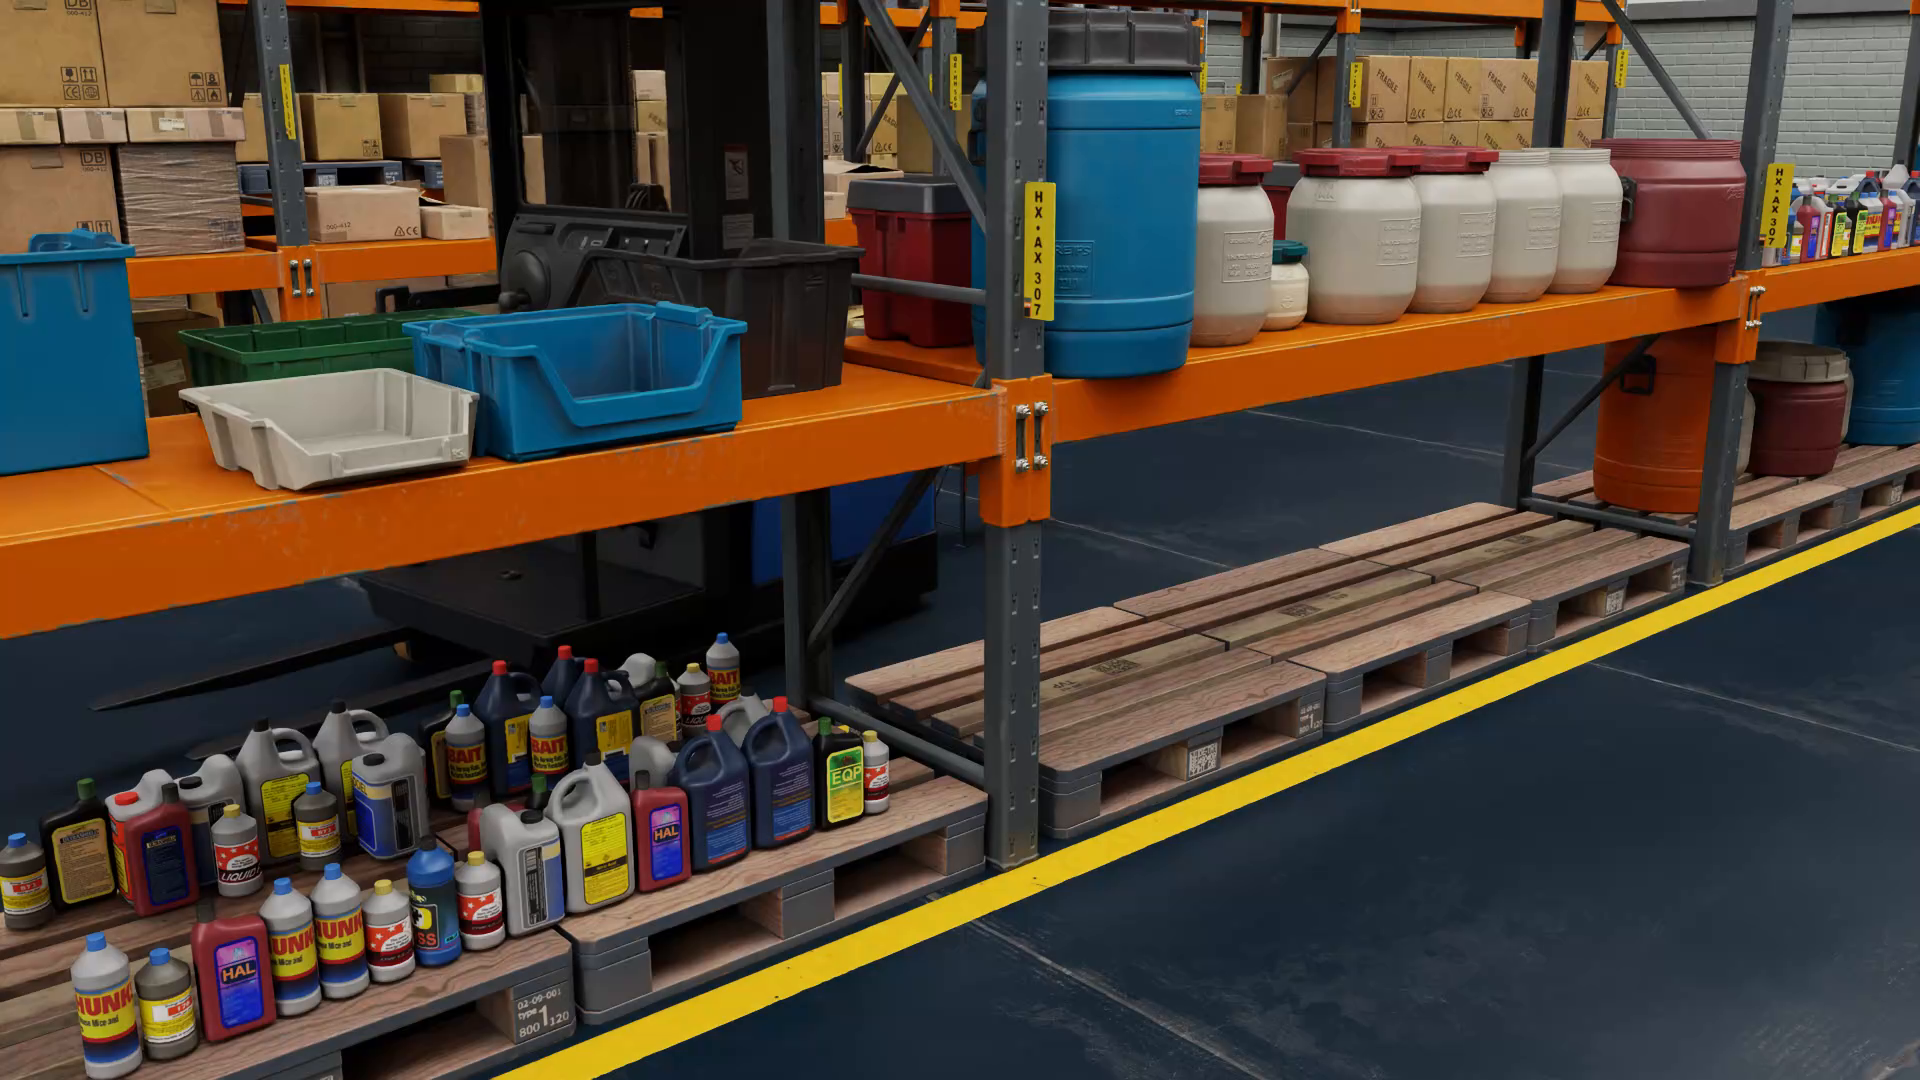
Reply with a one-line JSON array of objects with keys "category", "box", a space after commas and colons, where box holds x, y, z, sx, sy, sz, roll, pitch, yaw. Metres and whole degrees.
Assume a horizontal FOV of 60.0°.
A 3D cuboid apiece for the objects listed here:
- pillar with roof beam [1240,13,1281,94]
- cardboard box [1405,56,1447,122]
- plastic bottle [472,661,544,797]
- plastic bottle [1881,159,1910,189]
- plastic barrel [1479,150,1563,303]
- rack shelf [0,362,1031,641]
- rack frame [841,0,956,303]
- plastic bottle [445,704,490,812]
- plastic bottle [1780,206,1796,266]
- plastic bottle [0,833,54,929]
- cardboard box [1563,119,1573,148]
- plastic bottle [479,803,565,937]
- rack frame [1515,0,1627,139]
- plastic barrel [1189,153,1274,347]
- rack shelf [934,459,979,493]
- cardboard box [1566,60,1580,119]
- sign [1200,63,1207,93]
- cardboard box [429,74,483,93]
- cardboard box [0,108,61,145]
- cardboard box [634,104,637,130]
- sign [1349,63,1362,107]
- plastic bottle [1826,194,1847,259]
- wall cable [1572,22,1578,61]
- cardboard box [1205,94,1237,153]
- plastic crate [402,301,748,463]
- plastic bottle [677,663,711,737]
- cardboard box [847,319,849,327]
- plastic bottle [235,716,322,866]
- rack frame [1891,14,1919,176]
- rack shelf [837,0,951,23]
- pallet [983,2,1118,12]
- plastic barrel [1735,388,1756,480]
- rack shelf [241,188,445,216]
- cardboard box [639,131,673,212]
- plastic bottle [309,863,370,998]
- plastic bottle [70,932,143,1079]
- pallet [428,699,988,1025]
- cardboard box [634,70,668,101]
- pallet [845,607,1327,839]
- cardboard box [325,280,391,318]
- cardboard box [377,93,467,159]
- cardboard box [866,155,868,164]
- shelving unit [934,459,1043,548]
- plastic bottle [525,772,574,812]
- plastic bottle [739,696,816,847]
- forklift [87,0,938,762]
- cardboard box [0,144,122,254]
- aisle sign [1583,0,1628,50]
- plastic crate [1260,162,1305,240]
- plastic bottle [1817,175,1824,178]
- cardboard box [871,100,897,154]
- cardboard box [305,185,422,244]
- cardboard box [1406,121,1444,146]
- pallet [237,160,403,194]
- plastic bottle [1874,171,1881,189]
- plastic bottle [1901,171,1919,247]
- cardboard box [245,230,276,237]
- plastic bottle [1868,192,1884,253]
[{"category": "pillar with roof beam", "box": [6.683, -7.317, 17.706, 0.400, 9.000, 9.100, -13, 19, -39]}, {"category": "cardboard box", "box": [3.554, -3.634, 13.410, 0.500, 0.500, 0.500, -13, 20, -41]}, {"category": "plastic bottle", "box": [-1.185, 0.486, 4.400, 0.185, 0.351, 0.144, -14, 20, -42]}, {"category": "plastic bottle", "box": [5.365, -1.998, 9.511, 0.185, 0.351, 0.144, -13, 19, -39]}, {"category": "plastic barrel", "box": [1.902, -1.114, 5.891, 0.421, 0.512, 0.421, 0, 15, 0]}, {"category": "rack shelf", "box": [-1.670, 0.017, 3.268, 4.000, 0.370, 1.077, -13, 19, -39]}, {"category": "rack frame", "box": [-0.393, -2.312, 10.593, 0.127, 3.000, 1.000, -13, 19, -39]}, {"category": "plastic bottle", "box": [-1.272, 0.556, 4.290, 0.097, 0.271, 0.097, 0, 15, 0]}, {"category": "plastic bottle", "box": [3.500, -1.310, 7.090, 0.097, 0.271, 0.097, 0, 15, 0]}, {"category": "plastic bottle", "box": [-2.082, 0.751, 3.696, 0.097, 0.201, 0.097, 0, 15, 0]}, {"category": "cardboard box", "box": [5.094, -3.498, 14.840, 0.500, 0.500, 0.500, -12, 19, -39]}, {"category": "plastic bottle", "box": [-0.972, 0.713, 3.694, 0.135, 0.276, 0.152, -12, 19, -38]}, {"category": "rack frame", "box": [5.642, -3.667, 15.667, 0.127, 3.000, 1.000, -13, 19, -39]}, {"category": "plastic barrel", "box": [0.704, -0.855, 4.873, 0.433, 0.535, 0.433, 0, 15, 0]}, {"category": "rack shelf", "box": [0.125, -0.351, 7.769, 0.480, 0.148, 0.258, -13, 19, -39]}, {"category": "cardboard box", "box": [5.106, -3.984, 14.721, 0.500, 0.500, 0.500, -12, 19, -38]}, {"category": "sign", "box": [2.733, -5.197, 18.691, 0.005, 0.325, 0.100, -13, 19, -39]}, {"category": "cardboard box", "box": [-4.121, -3.728, 13.593, 0.380, 0.149, 0.250, 12, 19, 38]}, {"category": "cardboard box", "box": [-4.056, -1.777, 7.141, 0.250, 0.149, 0.380, -13, 20, -39]}, {"category": "cardboard box", "box": [-3.113, -3.510, 14.269, 0.500, 0.500, 0.500, -12, 19, -38]}, {"category": "sign", "box": [2.992, -3.442, 12.579, 0.005, 0.325, 0.100, -13, 19, -39]}, {"category": "plastic bottle", "box": [3.875, -1.393, 7.380, 0.133, 0.283, 0.061, -13, 19, -39]}, {"category": "wall cable", "box": [6.889, -6.918, 22.228, 0.112, 2.526, 3.097, -13, 19, -39]}, {"category": "cardboard box", "box": [1.643, -3.075, 12.443, 0.500, 0.500, 0.700, -9, 17, -31]}, {"category": "plastic crate", "box": [-0.818, -0.357, 3.563, 0.616, 0.251, 0.499, -13, 19, -39]}, {"category": "plastic bottle", "box": [-0.766, 0.456, 4.801, 0.097, 0.201, 0.097, 0, 15, 0]}, {"category": "cardboard box", "box": [-1.014, -1.232, 9.976, 0.500, 0.311, 0.500, -13, 20, -40]}, {"category": "plastic bottle", "box": [-1.646, 0.589, 4.012, 0.185, 0.351, 0.144, -12, 19, -37]}, {"category": "rack frame", "box": [5.873, -2.025, 9.518, 0.127, 3.000, 1.000, -13, 19, -39]}, {"category": "rack shelf", "box": [-1.902, -3.075, 9.031, 4.000, 0.370, 1.077, -13, 19, -39]}, {"category": "pallet", "box": [0.914, -5.702, 17.643, 1.213, 0.211, 1.003, -13, 19, -39]}, {"category": "plastic barrel", "box": [3.581, -0.547, 7.994, 0.421, 0.512, 0.421, 0, 15, 0]}, {"category": "rack shelf", "box": [-5.156, -2.589, 13.026, 4.000, 0.370, 1.077, -13, 19, -39]}, {"category": "cardboard box", "box": [-1.648, -2.073, 9.504, 0.500, 0.500, 0.500, -14, 20, -42]}, {"category": "plastic bottle", "box": [-1.273, 0.792, 3.406, 0.097, 0.271, 0.097, 0, 15, 0]}, {"category": "plastic bottle", "box": [-1.607, 0.867, 3.125, 0.097, 0.271, 0.097, 0, 15, 0]}, {"category": "pallet", "box": [-0.696, 0.783, 4.408, 1.213, 0.211, 1.003, -13, 19, -39]}, {"category": "cardboard box", "box": [-2.731, -3.958, 14.492, 0.500, 0.250, 0.500, -13, 20, -40]}, {"category": "pallet", "box": [0.405, 0.537, 5.330, 1.213, 0.211, 1.003, -13, 19, -39]}, {"category": "cardboard box", "box": [-4.978, -1.994, 13.395, 0.500, 0.500, 0.700, -13, 20, -40]}, {"category": "cardboard box", "box": [-4.399, -3.355, 13.452, 0.700, 0.500, 0.500, 14, 20, 42]}, {"category": "cardboard box", "box": [-1.099, -3.647, 16.039, 0.250, 0.149, 0.380, -12, 19, -38]}, {"category": "shelving unit", "box": [0.125, -0.608, 7.700, 0.503, 1.200, 0.258, -13, 19, -39]}, {"category": "plastic bottle", "box": [-0.933, 0.667, 3.851, 0.133, 0.283, 0.061, -13, 19, -39]}, {"category": "plastic bottle", "box": [-0.458, 0.563, 4.111, 0.185, 0.351, 0.144, -13, 20, -41]}, {"category": "forklift", "box": [-1.414, -0.947, 5.616, 1.130, 2.935, 3.031, 12, 19, 38]}, {"category": "cardboard box", "box": [-4.135, -1.516, 7.418, 0.500, 0.500, 0.700, -13, 20, -40]}, {"category": "aisle sign", "box": [5.895, -4.875, 15.152, 0.004, 0.787, 0.394, -13, 19, -39]}, {"category": "plastic crate", "box": [1.436, -1.164, 6.171, 0.583, 0.464, 0.402, -13, 19, -39]}, {"category": "plastic bottle", "box": [4.647, -1.839, 9.048, 0.133, 0.283, 0.061, -13, 19, -39]}, {"category": "cardboard box", "box": [-0.813, -4.028, 16.208, 0.500, 0.500, 0.500, -13, 20, -40]}, {"category": "cardboard box", "box": [-3.068, -1.654, 8.420, 0.500, 0.250, 0.500, -11, 19, -36]}, {"category": "cardboard box", "box": [3.572, -3.159, 13.569, 0.500, 0.500, 0.500, -12, 19, -38]}, {"category": "pallet", "box": [-5.114, -2.840, 12.941, 1.213, 0.211, 1.003, -13, 19, -39]}, {"category": "plastic bottle", "box": [5.216, -1.967, 9.526, 0.133, 0.283, 0.061, -13, 19, -39]}, {"category": "plastic bottle", "box": [4.564, -1.595, 8.004, 0.185, 0.351, 0.144, -13, 19, -39]}, {"category": "cardboard box", "box": [-5.401, -2.257, 12.927, 0.500, 0.250, 0.500, -13, 20, -41]}, {"category": "plastic bottle", "box": [4.197, -1.466, 7.676, 0.097, 0.271, 0.097, 0, 15, 0]}]
